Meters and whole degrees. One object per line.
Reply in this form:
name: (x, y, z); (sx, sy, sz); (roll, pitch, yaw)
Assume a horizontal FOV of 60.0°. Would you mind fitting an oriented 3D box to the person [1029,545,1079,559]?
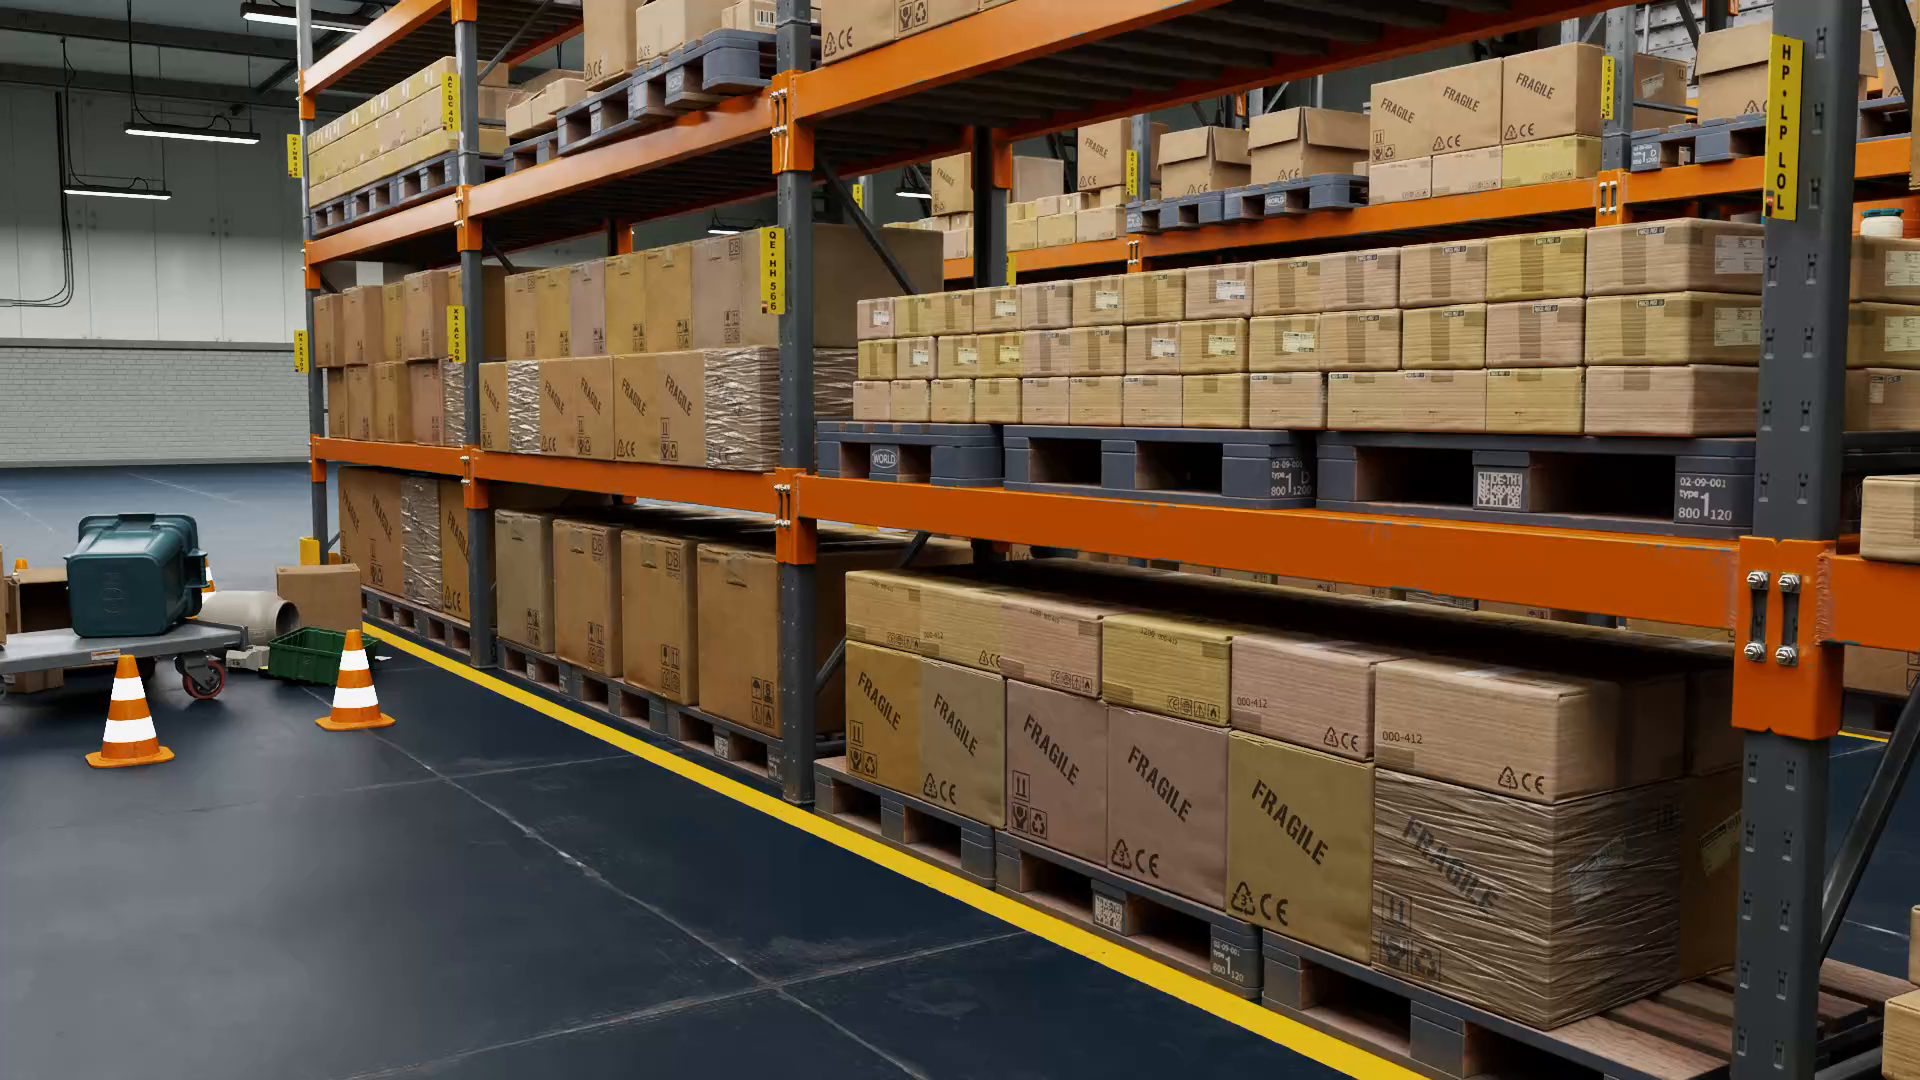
person: (0.634, -0.156, 10.935); (0.405, 1.663, 0.479); (-3, 6, -35)
